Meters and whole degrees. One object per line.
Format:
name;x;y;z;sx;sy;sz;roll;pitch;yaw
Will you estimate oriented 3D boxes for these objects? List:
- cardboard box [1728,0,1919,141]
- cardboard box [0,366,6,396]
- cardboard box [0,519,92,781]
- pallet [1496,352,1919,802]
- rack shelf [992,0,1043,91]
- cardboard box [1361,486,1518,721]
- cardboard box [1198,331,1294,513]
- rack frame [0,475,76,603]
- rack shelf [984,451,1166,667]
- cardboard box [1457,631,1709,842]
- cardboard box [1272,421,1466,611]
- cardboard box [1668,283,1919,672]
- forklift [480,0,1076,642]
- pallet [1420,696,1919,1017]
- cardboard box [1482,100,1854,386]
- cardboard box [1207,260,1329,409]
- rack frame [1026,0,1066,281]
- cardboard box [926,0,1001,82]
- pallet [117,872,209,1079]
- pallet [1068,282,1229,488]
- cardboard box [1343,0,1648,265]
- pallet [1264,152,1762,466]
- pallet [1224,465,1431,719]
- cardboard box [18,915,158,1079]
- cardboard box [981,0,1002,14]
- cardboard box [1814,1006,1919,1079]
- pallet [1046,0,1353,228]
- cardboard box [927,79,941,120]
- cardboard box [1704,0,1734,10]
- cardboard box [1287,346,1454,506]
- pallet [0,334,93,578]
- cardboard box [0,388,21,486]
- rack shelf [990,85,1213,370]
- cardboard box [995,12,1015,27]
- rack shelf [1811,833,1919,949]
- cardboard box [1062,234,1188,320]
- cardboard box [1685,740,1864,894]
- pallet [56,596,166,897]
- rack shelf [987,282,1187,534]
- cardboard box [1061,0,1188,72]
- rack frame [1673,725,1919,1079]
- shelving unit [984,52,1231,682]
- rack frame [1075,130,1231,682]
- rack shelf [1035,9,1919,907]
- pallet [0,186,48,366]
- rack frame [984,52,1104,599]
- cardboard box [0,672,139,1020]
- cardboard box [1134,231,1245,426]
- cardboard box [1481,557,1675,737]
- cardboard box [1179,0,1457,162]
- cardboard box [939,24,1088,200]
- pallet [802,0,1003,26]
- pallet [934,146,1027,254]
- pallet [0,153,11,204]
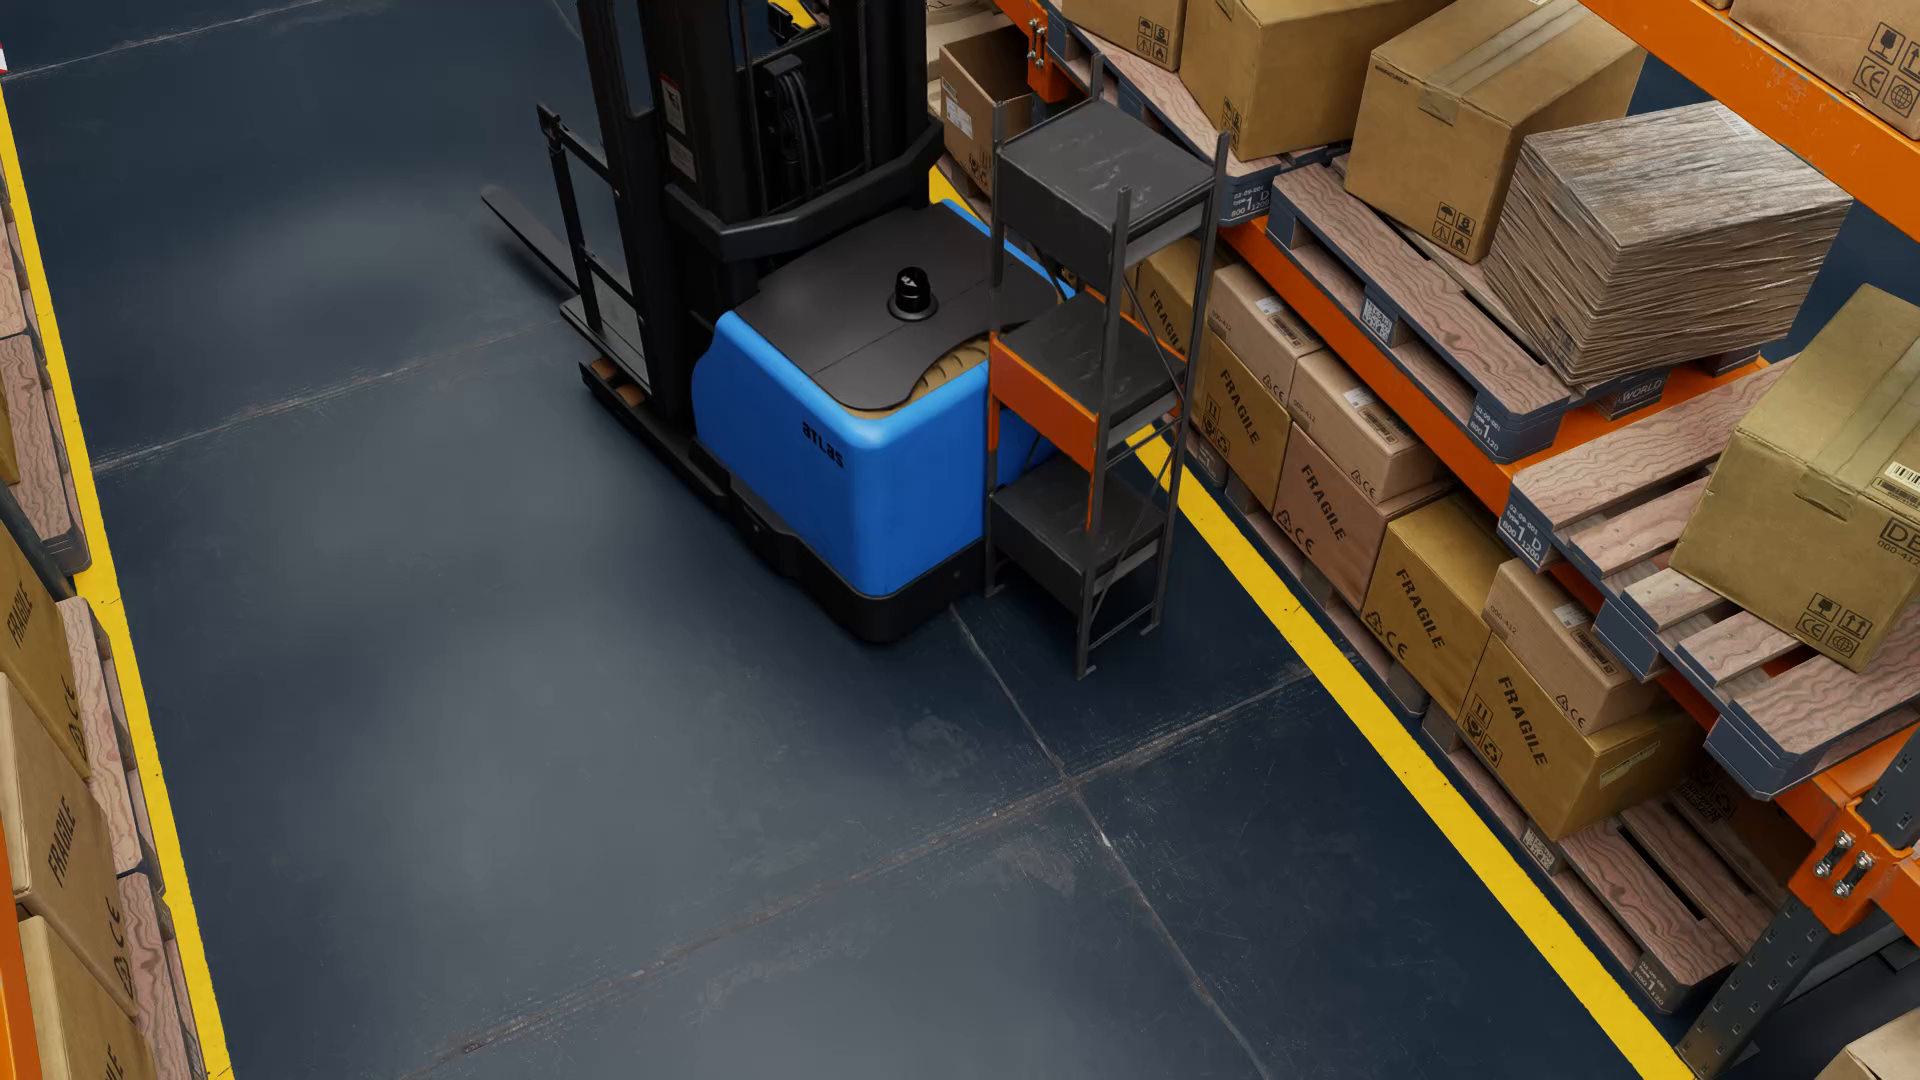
cardboard box;2.123;-1.250;3.291;0.910;0.500;0.500;-21;52;-18
cardboard box;-4.125;-0.765;6.308;0.700;0.500;0.500;-22;52;-18
cardboard box;-3.234;0.383;5.071;0.750;0.750;0.750;-21;52;-17
pallet;2.214;0.026;4.362;1.213;0.211;1.003;-21;52;-18
rack shelf;-0.160;-3.387;7.697;1.077;0.370;4.000;-21;52;-18
cardboard box;1.713;0.179;5.469;0.500;0.500;0.500;-23;53;-19
cardboard box;1.236;-0.509;6.071;0.500;0.500;0.500;-21;52;-17
rack frame;-3.647;-0.576;4.761;1.000;3.000;0.127;-21;52;-18
rack shelf;0.404;0.034;5.773;0.431;0.518;0.480;-33;56;-25
cardboard box;1.949;0.525;5.166;0.500;0.500;0.500;-19;52;-16
cardboard box;1.467;-0.171;5.775;0.500;0.500;0.500;-23;53;-19
cardboard box;2.198;-0.162;4.053;0.500;0.500;0.700;35;58;27
forklift;-0.876;-1.649;5.745;1.130;2.935;3.031;-33;56;-25
pallet;2.278;0.797;5.412;1.003;0.211;1.213;-21;52;-18
cardboard box;1.949;-0.840;4.646;0.700;0.500;0.500;-12;50;-11
cardboard box;1.218;-0.777;5.807;0.500;0.250;0.500;-21;52;-17
rack frame;0.756;-2.285;6.256;1.000;3.000;0.127;-21;52;-18
cardboard box;-0.100;-2.330;7.789;0.500;0.311;0.500;-21;52;-18
pallet;-2.665;1.650;4.667;1.003;0.211;1.213;-21;52;-18
pallet;1.162;-0.836;6.841;1.003;0.211;1.213;-21;52;-18
cardboard box;1.619;-1.295;5.044;0.700;0.500;0.500;-34;57;-26
pallet;1.692;-0.845;5.124;1.003;0.211;1.213;-21;52;-18
pallet;1.724;-0.018;6.126;1.003;0.211;1.213;-21;52;-18
cardboard box;-2.432;1.544;4.056;0.750;0.750;0.750;-21;52;-18
cardboard box;-0.109;-2.864;8.128;0.797;0.503;0.637;-21;52;-18
cardboard box;2.565;1.426;4.185;0.500;0.311;0.500;-20;52;-16
pallet;1.024;-1.649;5.827;1.003;0.211;1.213;-21;52;-18
cardboard box;0.018;-2.005;7.613;0.380;0.149;0.250;-21;52;-18
cardboard box;1.885;-1.598;3.596;0.910;0.500;0.500;-21;52;-18
cardboard box;1.448;-0.441;5.513;0.500;0.250;0.500;-22;52;-18
pallet;-3.926;-0.194;6.280;1.003;0.211;1.213;-21;52;-18
cardboard box;-3.898;-0.427;6.013;0.700;0.500;0.500;-21;52;-17
rack shelf;0.404;-0.887;4.719;0.431;0.518;0.480;-33;56;-25
cardboard box;0.351;-2.428;7.971;0.380;0.166;0.250;-21;52;-18
rack shelf;3.501;1.967;3.014;1.077;0.370;4.000;-21;52;-18
cardboard box;0.760;-1.199;6.675;0.500;0.500;0.500;-23;53;-19
cardboard box;2.632;0.667;5.042;0.500;0.500;0.500;-19;52;-16
pallet;-3.227;0.832;5.382;1.003;0.211;1.213;-21;52;-18
rack shelf;0.404;-0.426;5.246;0.431;0.518;0.480;-33;56;-25
cardboard box;0.774;-2.062;5.715;0.500;0.500;0.700;35;58;27
rack frame;2.586;0.392;3.914;1.000;3.000;0.127;-21;52;-18
shelving unit;0.404;-0.435;5.236;0.431;2.100;0.503;-33;56;-25
rack frame;0.561;-0.295;5.113;0.400;2.100;0.015;-33;56;-25
rack shelf;1.671;-0.710;5.356;1.077;0.370;4.000;-21;52;-18
pallet;-4.488;-1.012;6.995;1.003;0.211;1.213;-21;52;-18
rack frame;0.246;-0.576;5.358;0.400;2.100;0.015;-33;56;-25
cardboard box;-2.825;0.977;4.552;0.750;0.750;0.750;-20;52;-16
cardboard box;1.014;-0.846;6.366;0.500;0.500;0.500;-20;52;-17
cardboard box;1.920;0.242;4.916;0.500;0.250;0.500;-19;52;-16
cardboard box;1.145;-1.624;5.332;0.700;0.500;0.500;-14;50;-12
cardboard box;0.243;-1.891;7.279;0.500;0.500;0.500;-21;52;-18
pallet;-0.120;-2.645;8.423;1.003;0.211;1.213;-21;52;-18
pallet;0.442;-1.827;7.708;1.003;0.211;1.213;-21;52;-18
pallet;-5.042;-1.827;7.708;1.003;0.211;1.213;-21;52;-18
